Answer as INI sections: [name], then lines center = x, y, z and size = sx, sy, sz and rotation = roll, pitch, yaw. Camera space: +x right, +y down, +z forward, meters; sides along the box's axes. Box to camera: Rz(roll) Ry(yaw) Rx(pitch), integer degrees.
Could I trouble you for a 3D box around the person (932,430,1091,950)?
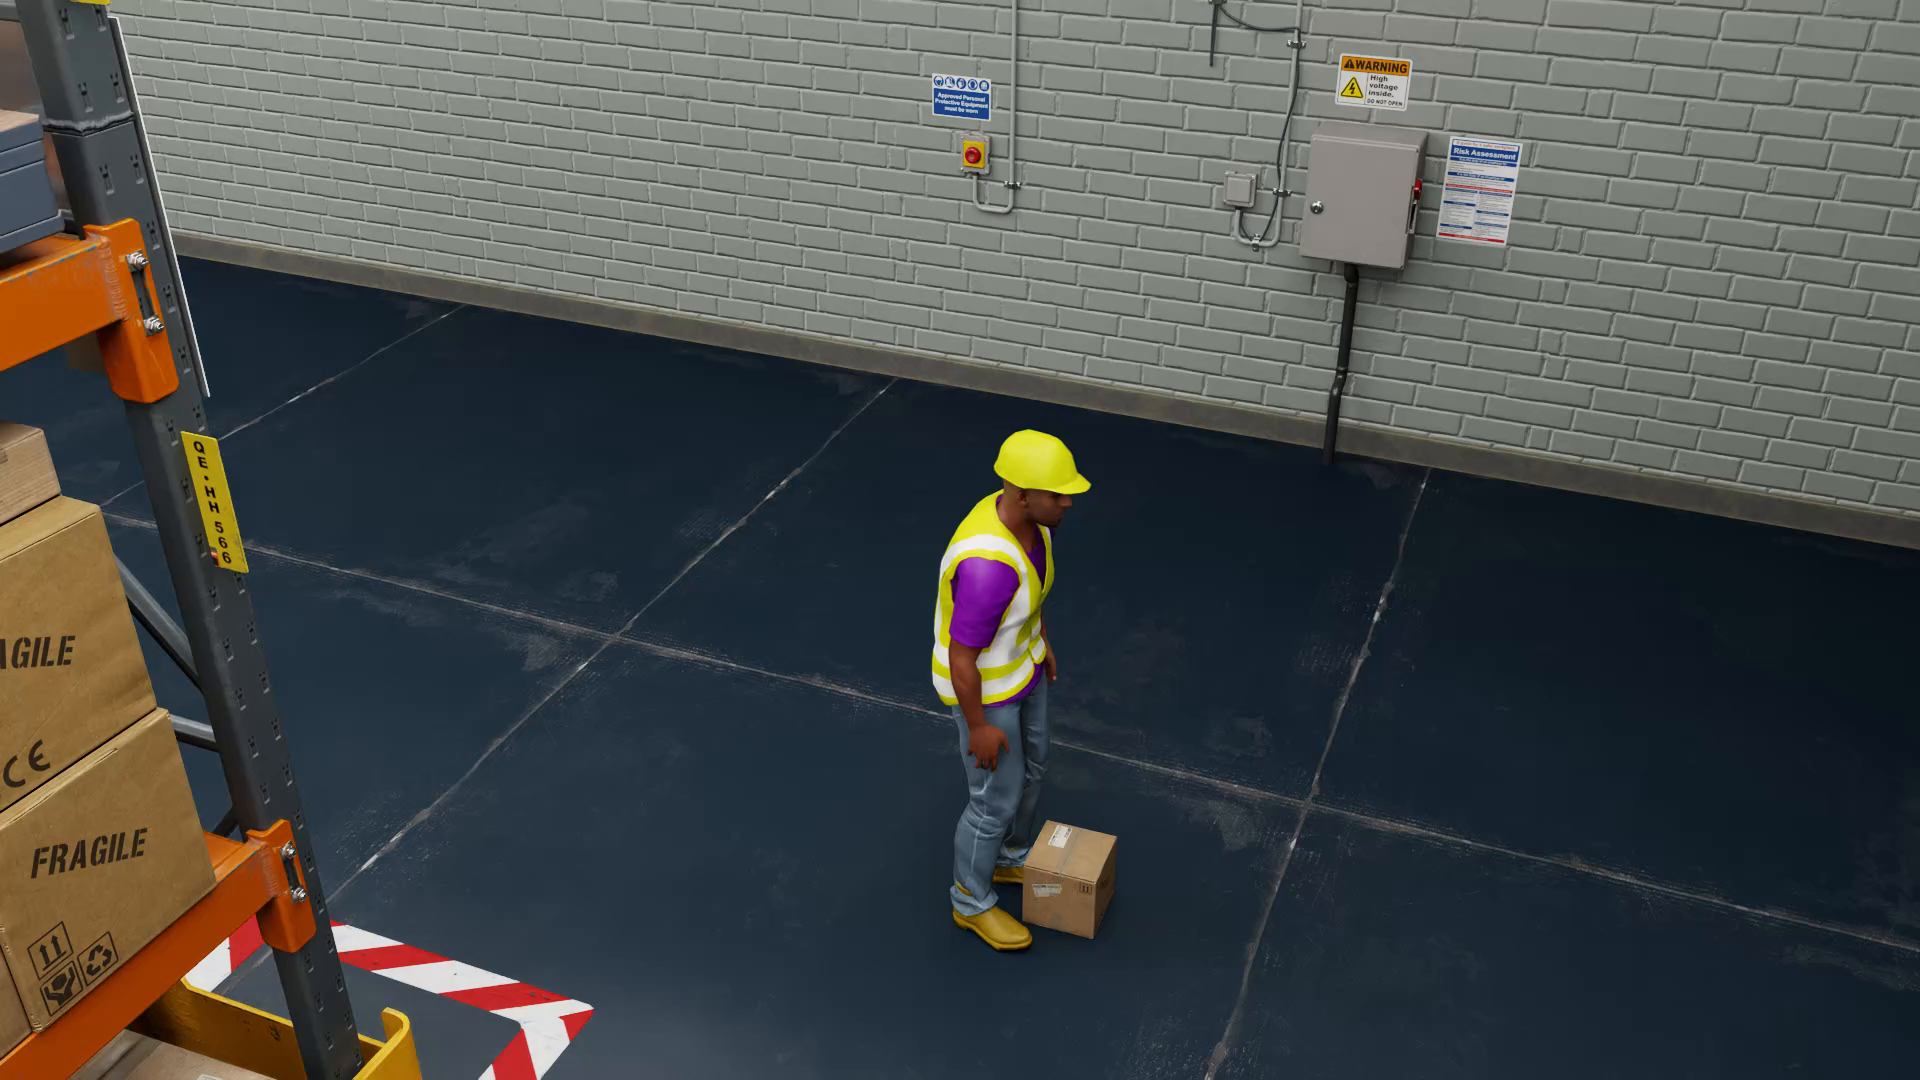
[person]
center = 0.157, 0.452, 5.308
size = 0.461, 1.761, 0.628
rotation = 11, 31, 19
